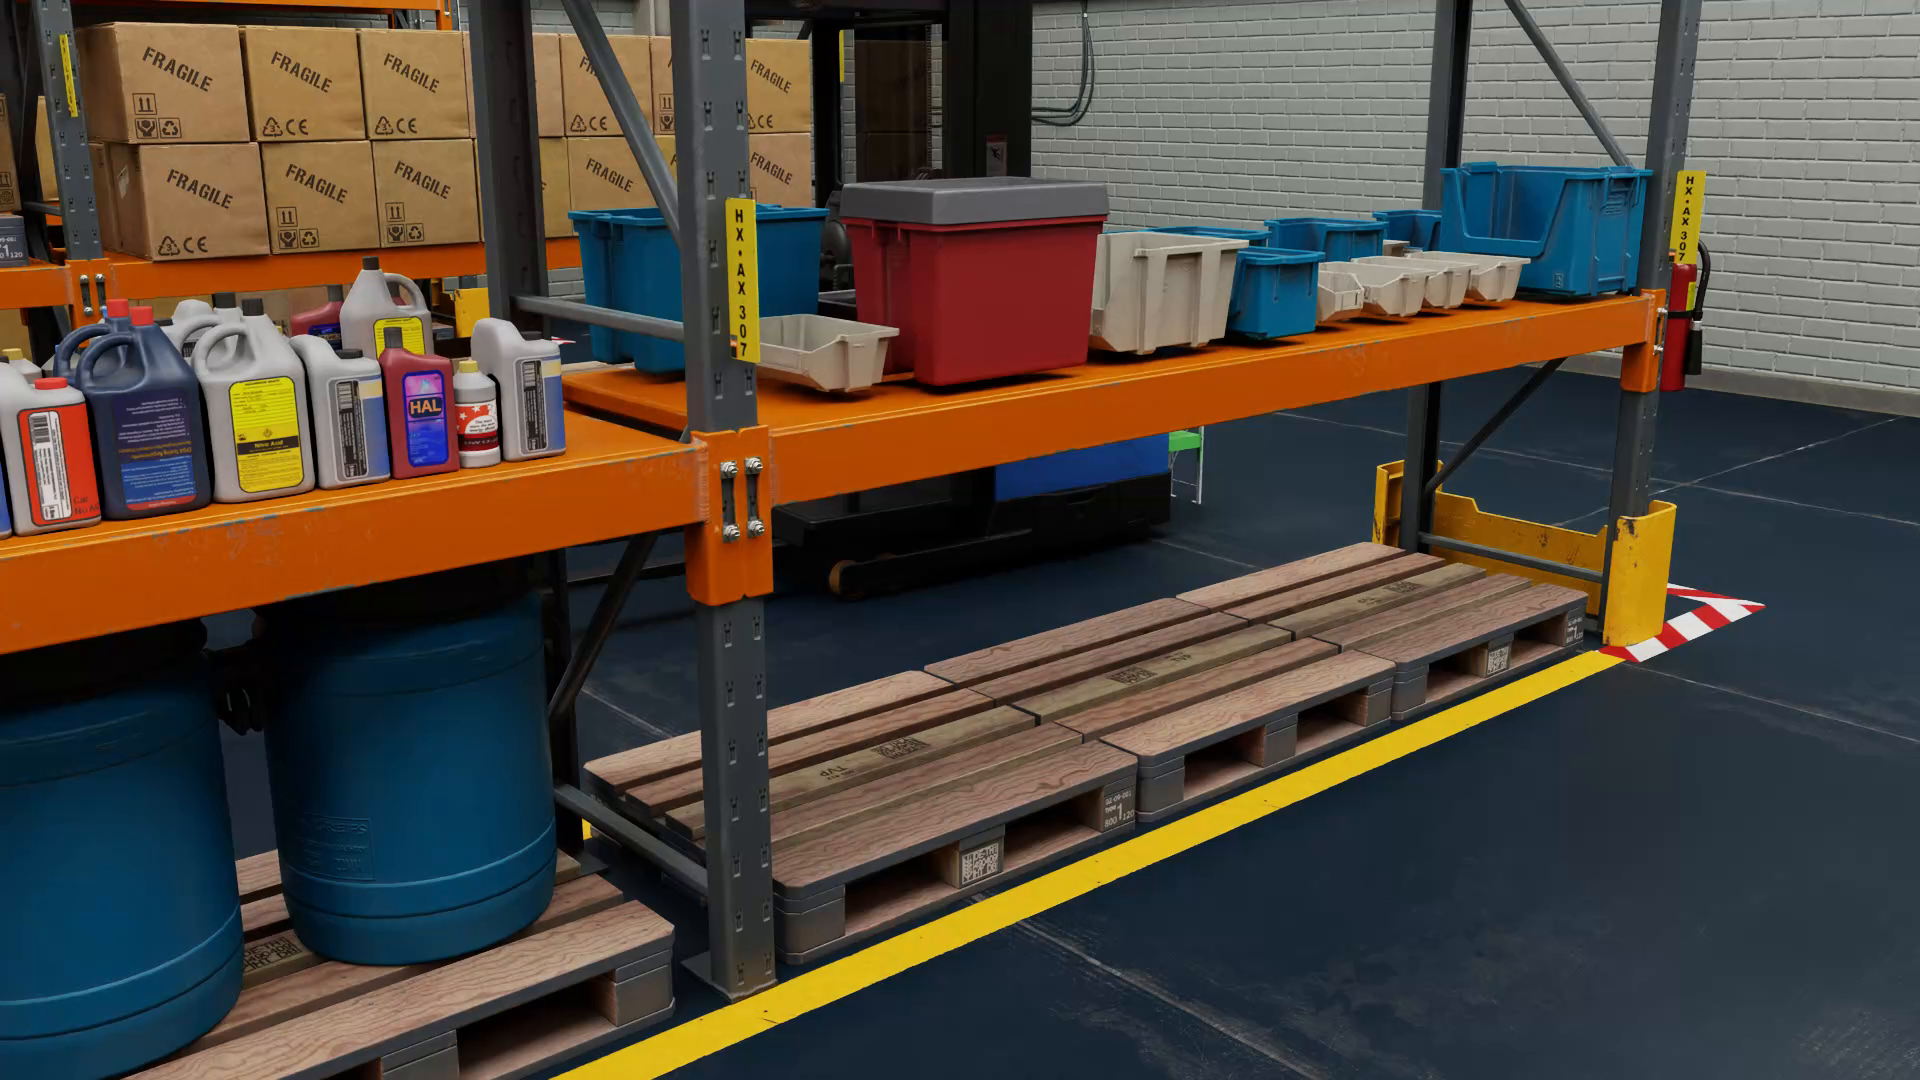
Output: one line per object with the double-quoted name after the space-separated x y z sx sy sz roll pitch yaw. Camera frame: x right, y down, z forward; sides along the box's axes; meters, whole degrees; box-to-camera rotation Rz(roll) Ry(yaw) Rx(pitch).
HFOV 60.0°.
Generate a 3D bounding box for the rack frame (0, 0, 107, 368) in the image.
-4.048 -1.464 7.417 0.127 3.000 1.000 -13 19 -39 "rack frame"

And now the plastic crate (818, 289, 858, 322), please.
-0.131 -0.637 4.737 0.590 0.125 0.437 -13 19 -39 "plastic crate"

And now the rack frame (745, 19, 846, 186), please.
-1.030 -2.141 9.953 0.127 3.000 1.000 -13 19 -39 "rack frame"

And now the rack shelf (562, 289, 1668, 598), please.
0.710 -0.490 5.165 4.000 0.370 1.077 -13 19 -39 "rack shelf"

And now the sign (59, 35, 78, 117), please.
-3.681 -1.915 6.865 0.005 0.325 0.100 -13 19 -39 "sign"

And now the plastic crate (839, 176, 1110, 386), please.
0.039 -0.661 4.171 0.583 0.464 0.402 -13 19 -39 "plastic crate"

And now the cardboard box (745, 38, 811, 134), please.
-1.186 -2.544 9.329 0.500 0.500 0.500 -13 20 -40 "cardboard box"

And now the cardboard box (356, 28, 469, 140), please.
-2.731 -2.194 8.022 0.500 0.500 0.500 -13 20 -41 "cardboard box"

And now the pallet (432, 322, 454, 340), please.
-4.837 -1.607 13.357 1.213 0.211 1.003 -13 19 -39 "pallet"

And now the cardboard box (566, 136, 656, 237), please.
-1.959 -1.889 8.814 0.500 0.500 0.500 -12 19 -39 "cardboard box"

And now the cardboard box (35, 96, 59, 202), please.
-6.328 -2.783 11.777 0.700 0.700 0.980 -13 20 -41 "cardboard box"

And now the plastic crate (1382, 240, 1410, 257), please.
1.520 -1.062 6.307 0.298 0.136 0.250 -13 19 -39 "plastic crate"

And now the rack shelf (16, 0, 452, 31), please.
-5.794 -3.868 11.999 4.000 0.370 1.077 -13 19 -39 "rack shelf"

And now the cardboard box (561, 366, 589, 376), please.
-2.381 -0.819 9.479 0.500 0.250 0.500 -13 19 -39 "cardboard box"

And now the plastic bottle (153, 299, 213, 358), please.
-1.674 -0.372 3.572 0.135 0.276 0.152 -13 19 -39 "plastic bottle"

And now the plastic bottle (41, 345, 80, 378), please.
-1.853 -0.306 3.466 0.097 0.201 0.097 0 15 0 "plastic bottle"

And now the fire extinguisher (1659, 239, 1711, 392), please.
2.630 -0.896 6.163 0.183 0.674 0.296 -13 19 -39 "fire extinguisher"

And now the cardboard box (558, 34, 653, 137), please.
-1.954 -2.369 8.675 0.500 0.500 0.500 -12 19 -38 "cardboard box"

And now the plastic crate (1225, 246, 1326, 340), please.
0.837 -0.726 4.865 0.300 0.233 0.416 -13 19 -39 "plastic crate"

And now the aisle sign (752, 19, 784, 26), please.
-1.172 -3.466 9.875 0.004 0.787 0.394 -13 19 -39 "aisle sign"

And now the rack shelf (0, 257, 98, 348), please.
-5.557 -0.777 6.241 4.000 0.370 1.077 -13 19 -39 "rack shelf"

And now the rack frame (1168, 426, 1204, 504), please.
1.147 -0.787 8.372 0.015 1.200 0.240 -10 18 -34 "rack frame"

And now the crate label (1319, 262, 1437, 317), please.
1.300 -0.806 5.350 0.243 0.136 0.396 -13 19 -39 "crate label"

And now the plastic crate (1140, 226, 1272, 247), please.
0.823 -0.924 5.603 0.300 0.233 0.416 -13 19 -39 "plastic crate"

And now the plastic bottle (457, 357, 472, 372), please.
-0.980 -0.294 3.423 0.097 0.201 0.097 0 15 0 "plastic bottle"

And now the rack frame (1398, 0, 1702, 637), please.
2.218 -1.176 6.341 0.127 3.000 1.000 -13 19 -39 "rack frame"

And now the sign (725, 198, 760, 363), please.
-0.439 -0.525 3.366 0.005 0.325 0.100 -13 19 -39 "sign"

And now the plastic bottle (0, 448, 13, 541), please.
-1.642 -0.139 2.698 0.135 0.276 0.152 -13 19 -39 "plastic bottle"

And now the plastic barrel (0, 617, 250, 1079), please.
-1.755 0.521 3.239 0.708 0.901 0.600 -13 19 -39 "plastic barrel"

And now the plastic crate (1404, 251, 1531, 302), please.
1.722 -0.904 5.718 0.243 0.136 0.396 -13 19 -39 "plastic crate"

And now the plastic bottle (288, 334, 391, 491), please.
-1.160 -0.247 3.103 0.135 0.276 0.152 -13 19 -39 "plastic bottle"

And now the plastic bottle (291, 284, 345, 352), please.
-1.456 -0.441 3.813 0.133 0.283 0.061 -13 19 -39 "plastic bottle"

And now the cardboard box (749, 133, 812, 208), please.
-1.190 -2.061 9.458 0.500 0.500 0.500 -12 19 -38 "cardboard box"

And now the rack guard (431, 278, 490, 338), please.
-4.267 -1.901 13.899 0.348 0.500 1.175 -13 19 -39 "rack guard"

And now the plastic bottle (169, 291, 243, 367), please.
-1.372 -0.283 3.094 0.185 0.351 0.144 -13 19 -39 "plastic bottle"

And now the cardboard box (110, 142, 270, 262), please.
-3.485 -1.545 7.528 0.500 0.500 0.500 -12 19 -38 "cardboard box"

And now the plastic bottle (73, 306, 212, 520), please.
-1.417 -0.224 2.872 0.185 0.351 0.144 -13 19 -39 "plastic bottle"

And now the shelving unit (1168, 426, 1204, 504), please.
0.948 -0.751 8.236 0.503 1.200 0.258 -10 18 -34 "shelving unit"

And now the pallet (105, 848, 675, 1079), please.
-1.409 0.971 3.705 1.213 0.211 1.003 -13 19 -39 "pallet"

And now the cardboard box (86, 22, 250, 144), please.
-3.508 -2.020 7.368 0.500 0.500 0.500 -12 19 -38 "cardboard box"

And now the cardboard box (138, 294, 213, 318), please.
-5.901 -1.700 12.333 0.500 0.500 0.700 -12 19 -38 "cardboard box"

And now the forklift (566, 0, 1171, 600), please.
-0.510 -1.323 7.025 3.031 2.935 1.130 -10 18 -34 "forklift"

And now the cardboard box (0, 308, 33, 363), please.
-6.671 -1.529 11.692 0.500 0.500 0.700 -12 19 -39 "cardboard box"

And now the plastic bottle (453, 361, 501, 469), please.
-0.954 -0.248 3.251 0.097 0.201 0.097 0 15 0 "plastic bottle"

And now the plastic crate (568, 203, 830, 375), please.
-0.671 -0.665 4.343 0.575 0.384 0.392 -13 19 -39 "plastic crate"

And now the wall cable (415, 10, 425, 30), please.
-3.940 -3.997 14.932 1.851 1.984 0.084 -13 19 -39 "wall cable"

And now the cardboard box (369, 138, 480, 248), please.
-2.721 -1.717 8.171 0.500 0.500 0.500 -13 20 -40 "cardboard box"

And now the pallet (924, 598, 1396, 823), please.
0.651 0.509 5.436 1.213 0.211 1.003 -13 19 -39 "pallet"

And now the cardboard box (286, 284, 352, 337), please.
-5.125 -1.877 12.996 0.500 0.500 0.700 -13 20 -40 "cardboard box"

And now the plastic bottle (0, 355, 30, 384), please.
-1.636 -0.181 2.863 0.097 0.271 0.097 0 15 0 "plastic bottle"
